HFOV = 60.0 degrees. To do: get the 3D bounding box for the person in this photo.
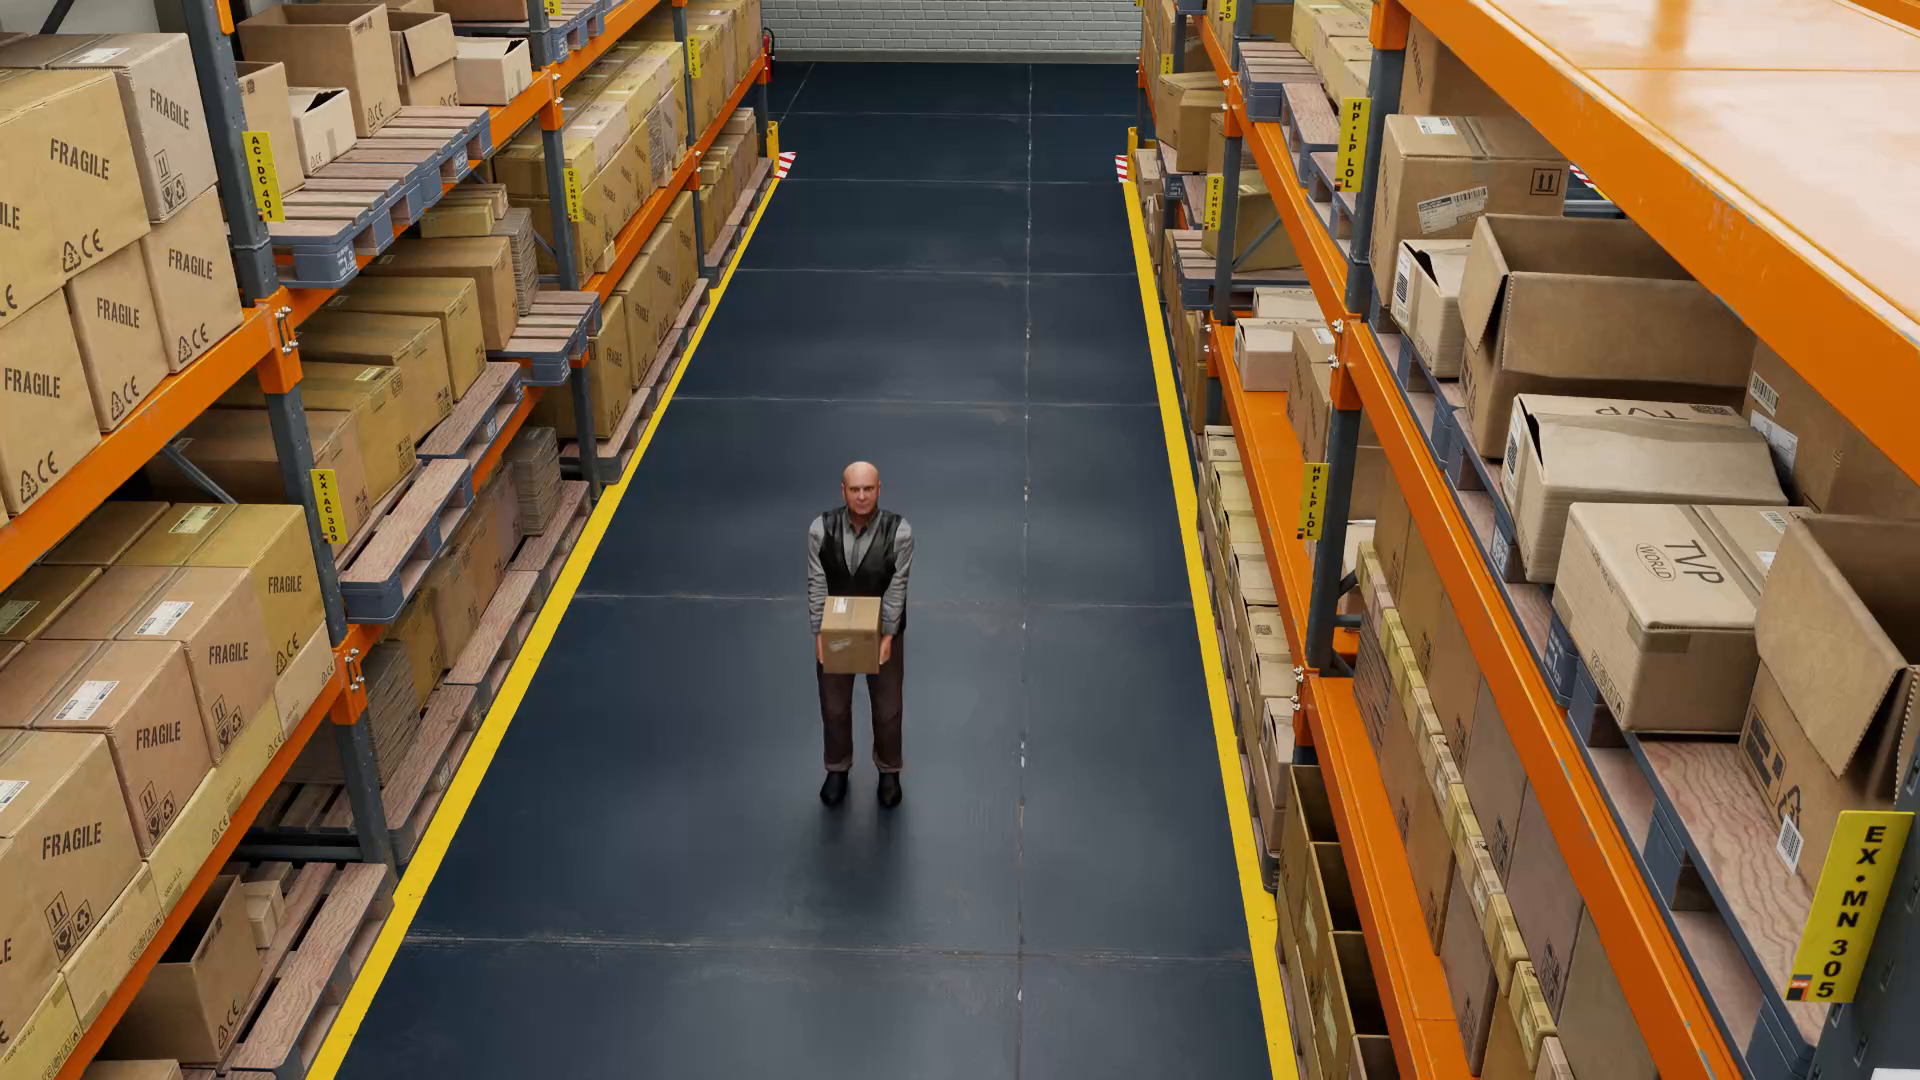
[{"bbox_3d":[-0.460,0.487,7.733,0.494,1.711,0.551,1,28,2],"label":"person"}]
